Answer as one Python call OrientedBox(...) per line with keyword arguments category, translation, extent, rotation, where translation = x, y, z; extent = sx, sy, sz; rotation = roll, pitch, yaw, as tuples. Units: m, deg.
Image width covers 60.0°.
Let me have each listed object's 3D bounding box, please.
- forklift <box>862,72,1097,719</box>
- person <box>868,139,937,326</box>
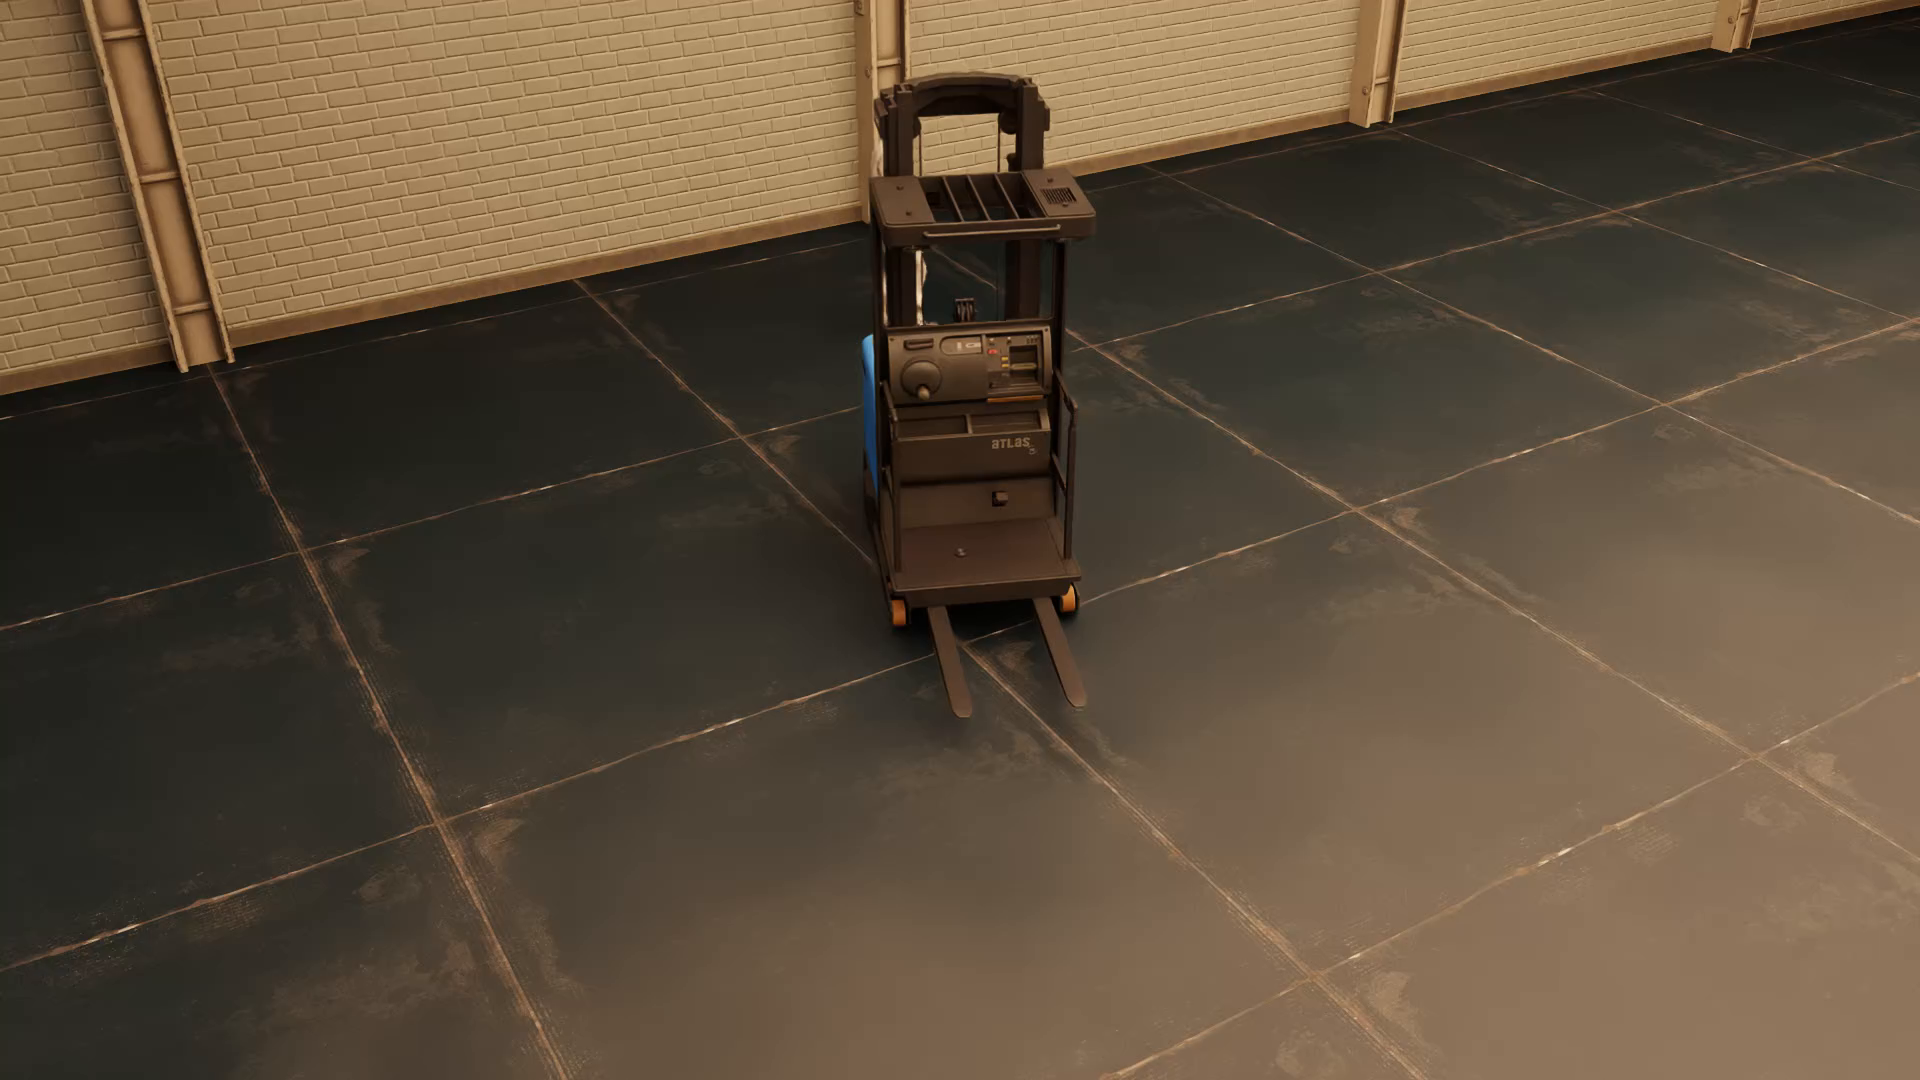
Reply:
OrientedBox(category="forklift", translation=(0.092, -0.948, 9.230), extent=(1.130, 2.935, 3.031), rotation=(-5, 31, -7))
OrientedBox(category="person", translation=(-0.450, -2.468, 12.913), extent=(0.505, 1.757, 0.749), rotation=(-10, 32, -17))
